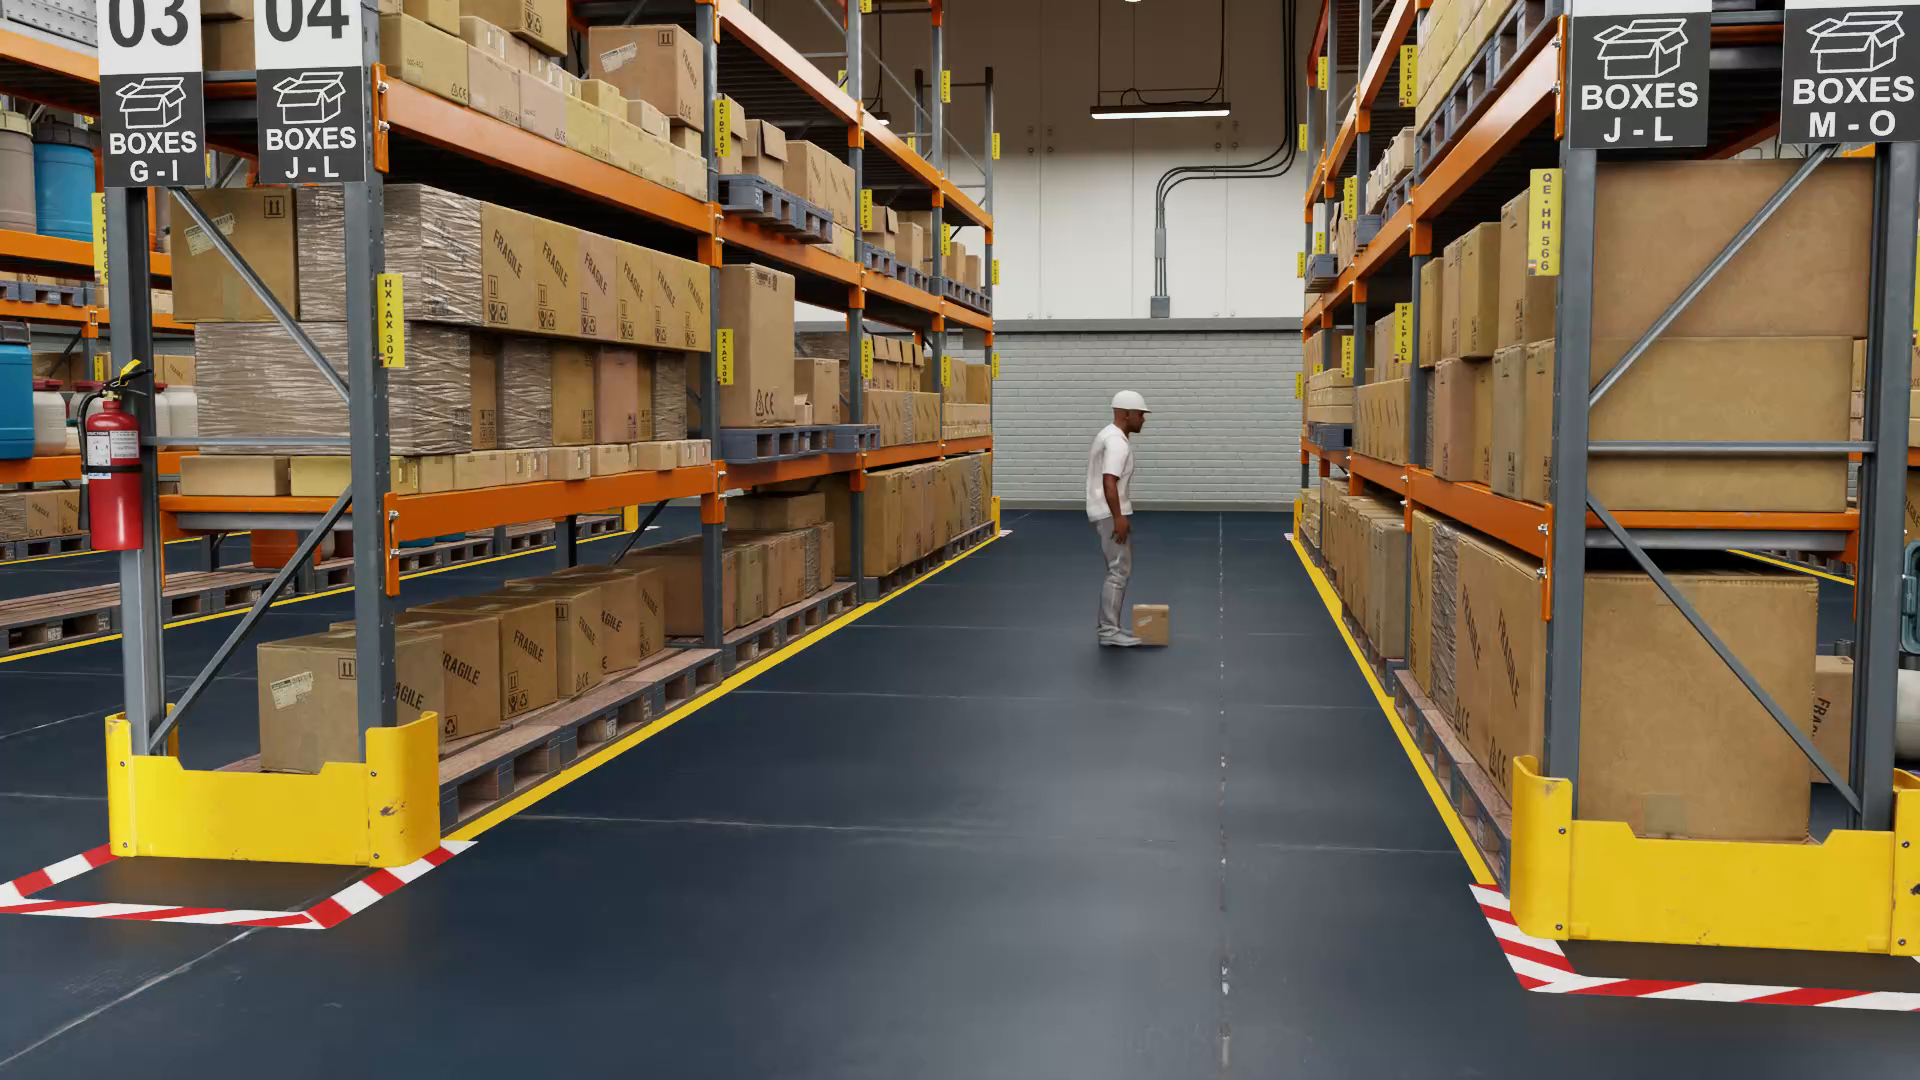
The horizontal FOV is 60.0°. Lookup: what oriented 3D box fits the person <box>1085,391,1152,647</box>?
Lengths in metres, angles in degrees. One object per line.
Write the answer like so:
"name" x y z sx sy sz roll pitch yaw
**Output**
"person" 1.103 -0.159 11.591 0.462 1.759 0.622 0 4 6
